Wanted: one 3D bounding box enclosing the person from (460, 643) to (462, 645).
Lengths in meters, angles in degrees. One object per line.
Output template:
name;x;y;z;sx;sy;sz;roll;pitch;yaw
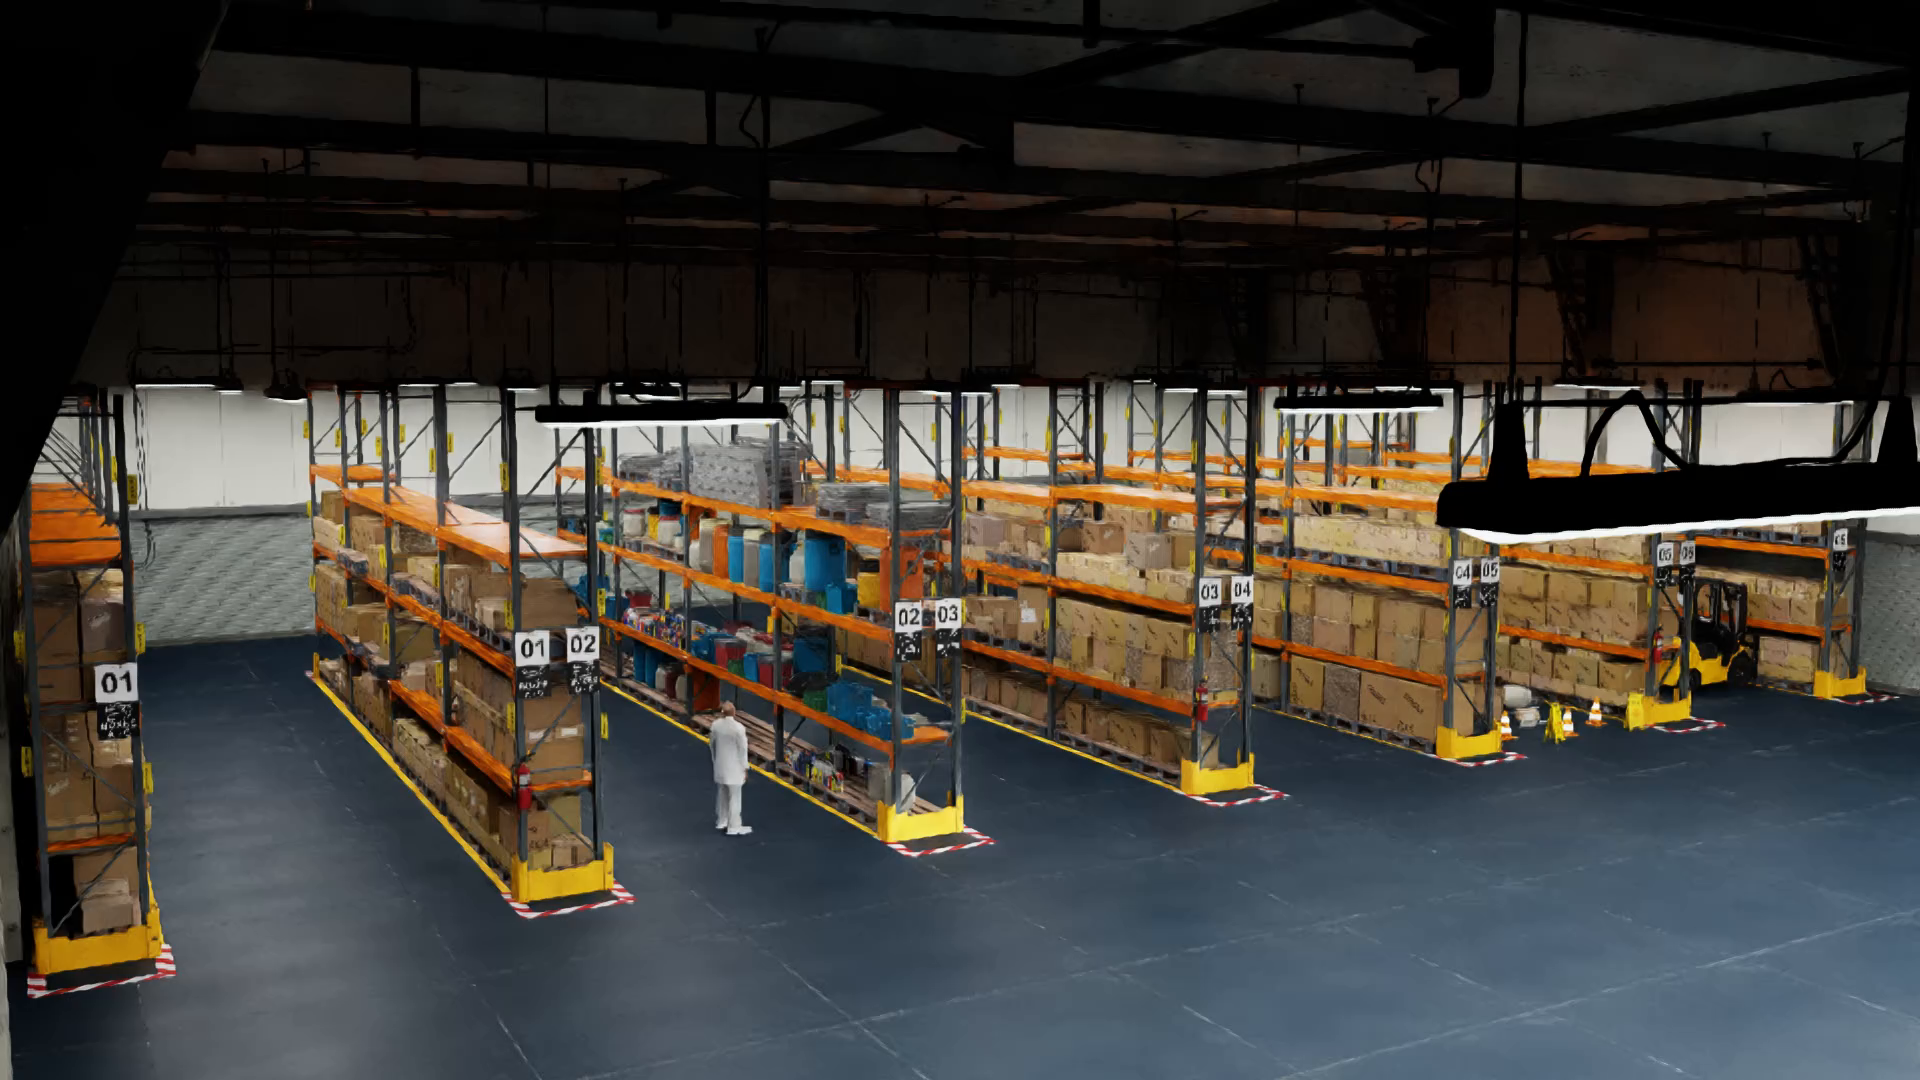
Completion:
person;-9.128;2.124;31.047;0.392;1.785;0.662;-6;8;-43

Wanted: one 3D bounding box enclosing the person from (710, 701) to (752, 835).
person;-3.080;3.045;22.447;0.640;1.788;0.505;4;7;31
